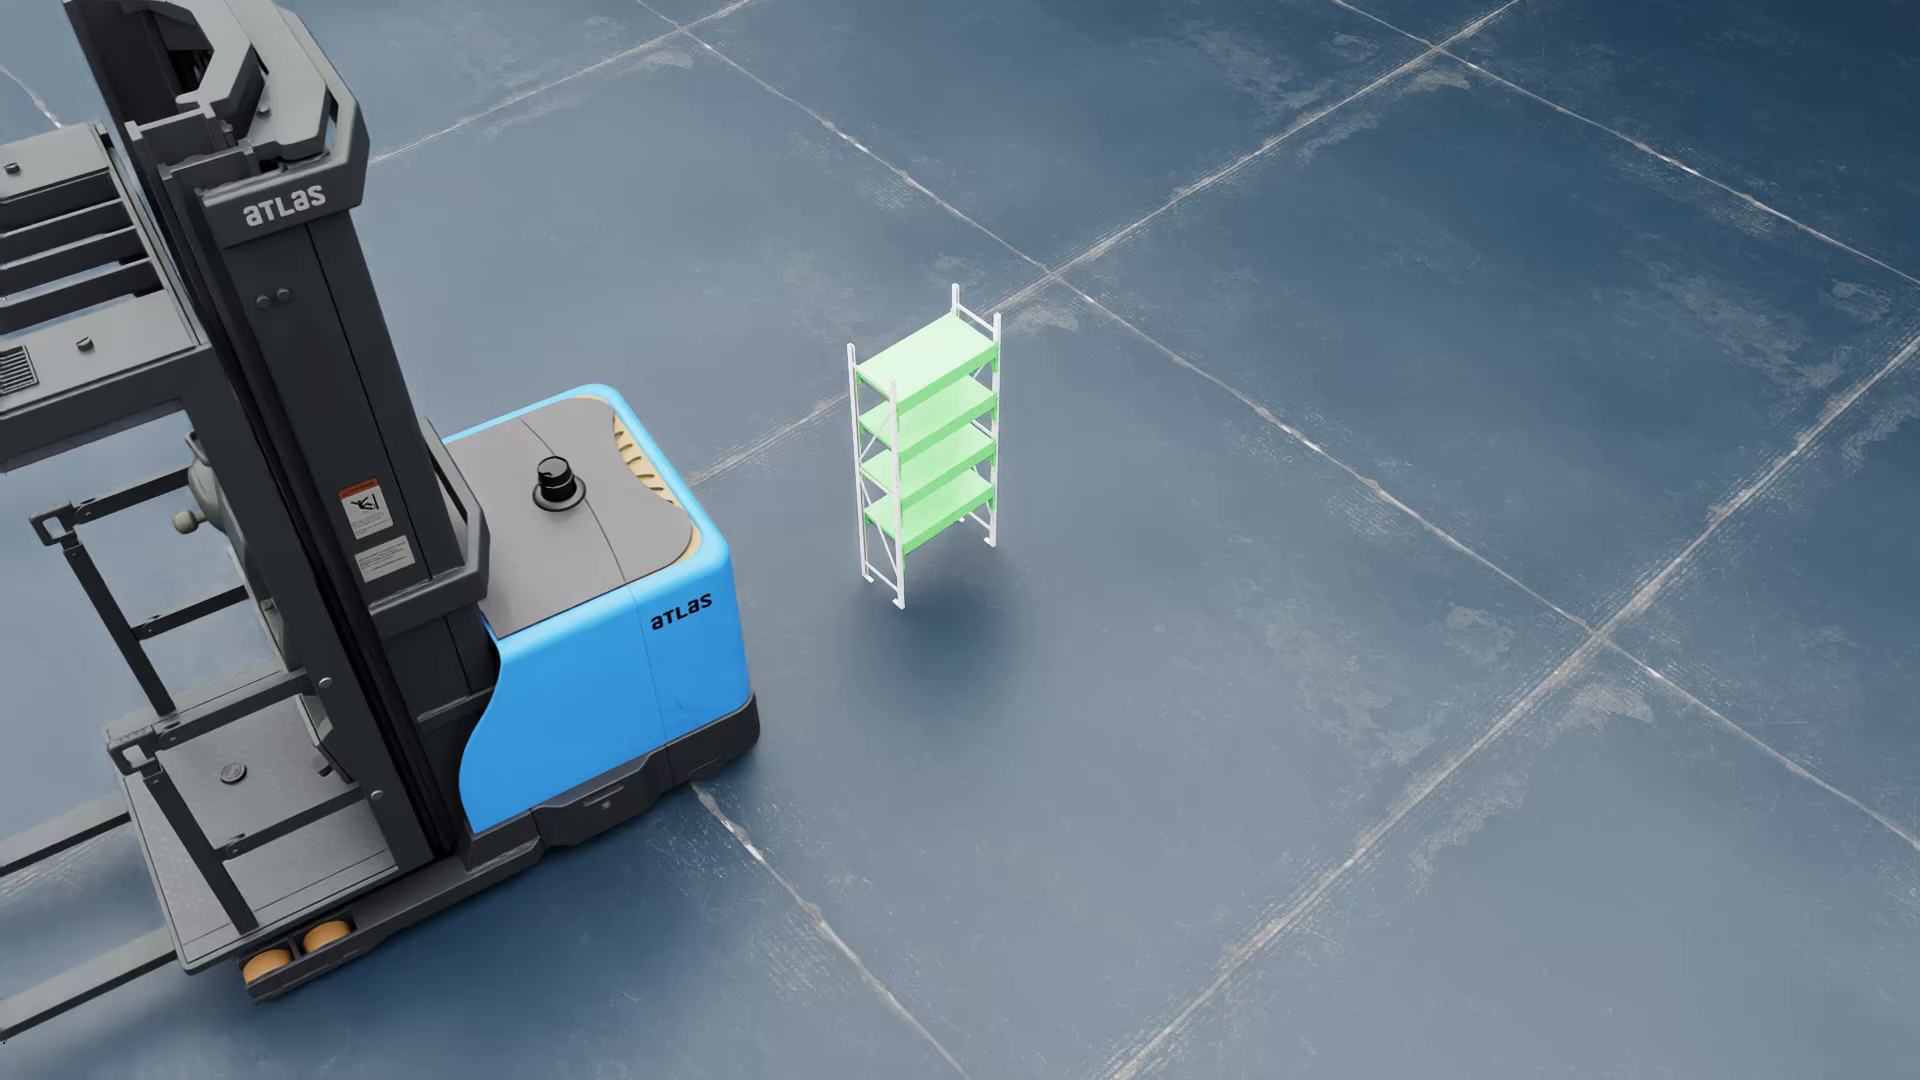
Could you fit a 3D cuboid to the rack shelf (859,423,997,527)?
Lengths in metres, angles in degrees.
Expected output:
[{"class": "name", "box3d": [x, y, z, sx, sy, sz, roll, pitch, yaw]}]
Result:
[{"class": "rack shelf", "box3d": [-0.122, -0.282, 6.280, 0.480, 0.148, 0.258, -34, 56, -27]}]

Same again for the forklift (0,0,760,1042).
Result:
[{"class": "forklift", "box3d": [-2.244, 0.039, 4.720, 3.031, 2.935, 1.130, -25, 52, -21]}]

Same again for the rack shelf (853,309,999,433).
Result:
[{"class": "rack shelf", "box3d": [-0.122, -0.607, 5.928, 0.480, 0.148, 0.258, -34, 56, -27]}]

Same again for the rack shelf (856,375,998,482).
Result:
[{"class": "rack shelf", "box3d": [-0.122, -0.444, 6.104, 0.480, 0.148, 0.258, -34, 56, -27]}]

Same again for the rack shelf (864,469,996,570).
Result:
[{"class": "rack shelf", "box3d": [-0.122, -0.119, 6.457, 0.480, 0.148, 0.258, -34, 56, -27]}]

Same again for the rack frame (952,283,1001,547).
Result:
[{"class": "rack frame", "box3d": [0.058, -0.446, 6.345, 0.015, 1.200, 0.240, -34, 56, -27]}]

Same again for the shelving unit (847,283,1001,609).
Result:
[{"class": "shelving unit", "box3d": [-0.122, -0.325, 6.234, 0.503, 1.200, 0.258, -34, 56, -27]}]

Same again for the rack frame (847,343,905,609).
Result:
[{"class": "rack frame", "box3d": [-0.303, -0.204, 6.122, 0.015, 1.200, 0.240, -34, 56, -27]}]
